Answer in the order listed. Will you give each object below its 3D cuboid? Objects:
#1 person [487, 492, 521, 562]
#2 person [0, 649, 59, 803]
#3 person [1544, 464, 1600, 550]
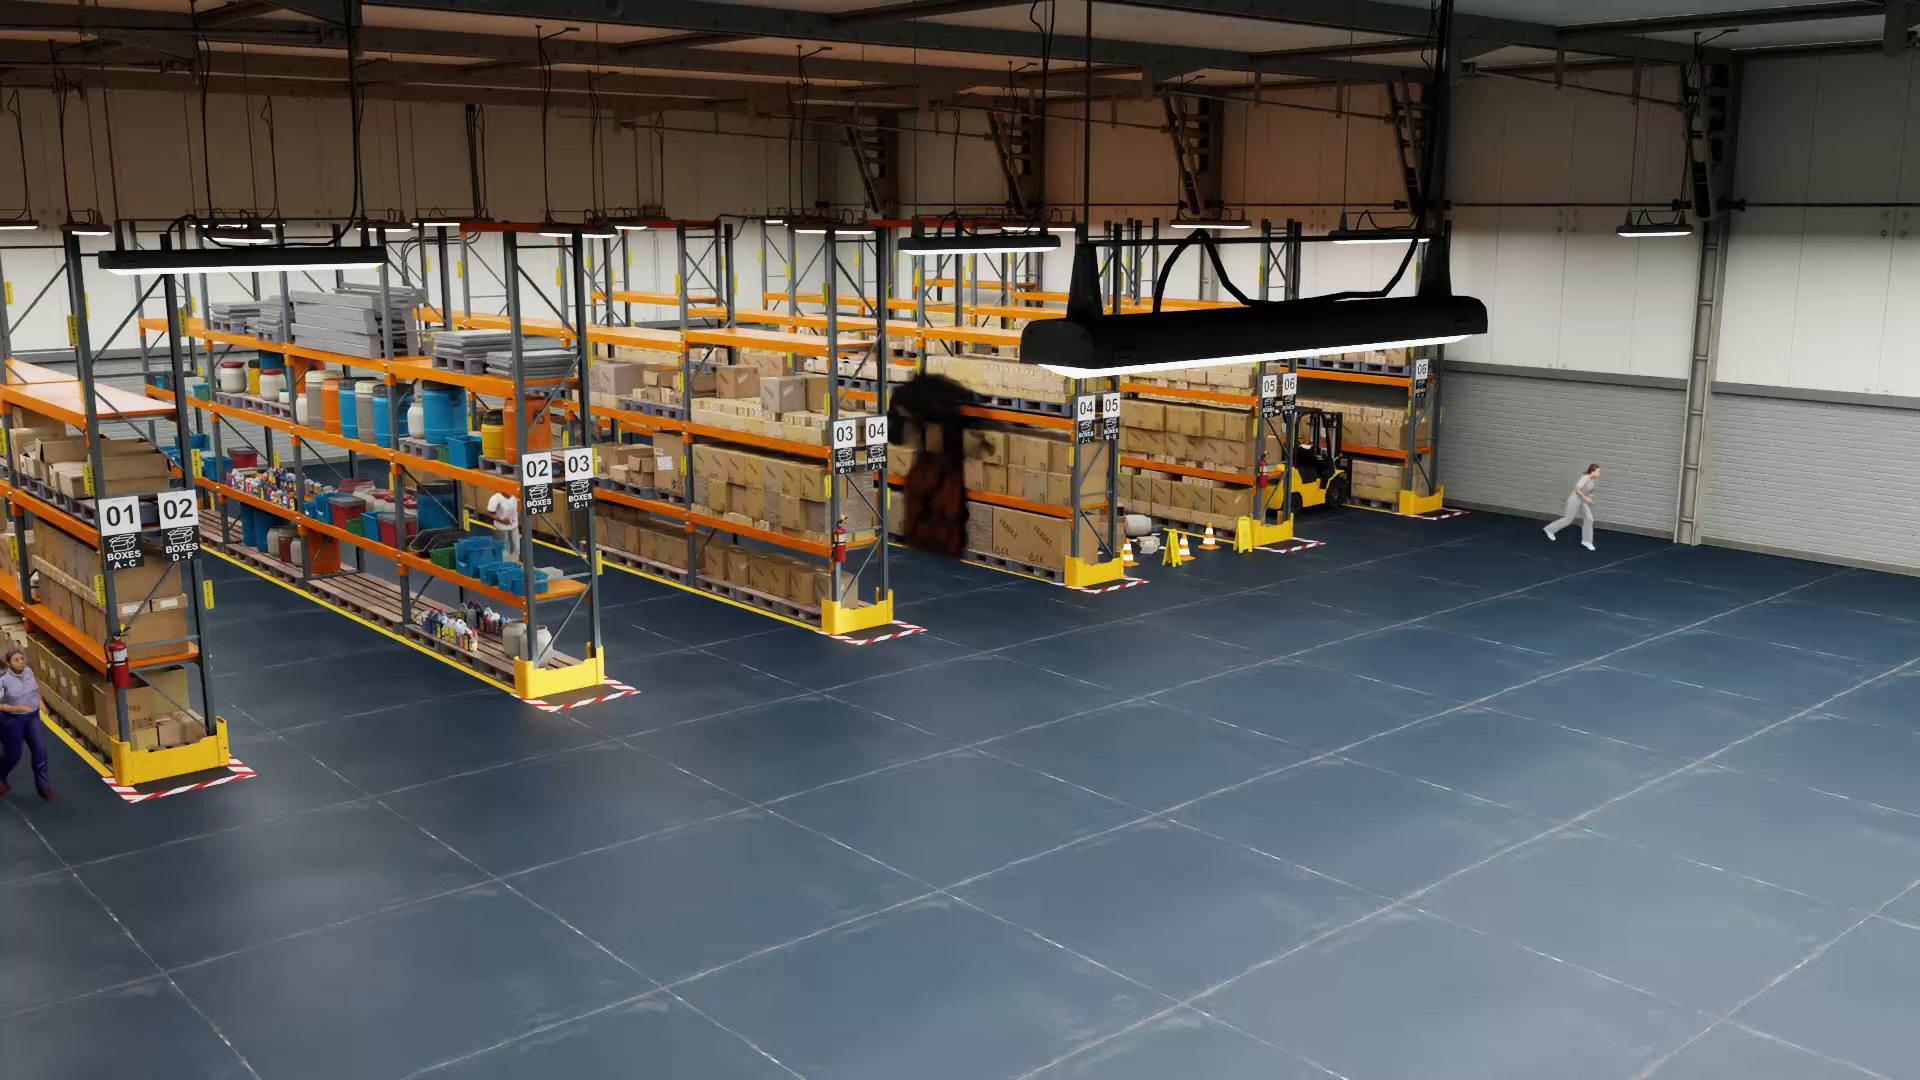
[{"bbox_3d":[-7.777,-0.209,28.473,0.824,1.769,0.725,8,14,35],"label":"person"},{"bbox_3d":[-10.137,1.990,17.917,0.826,1.669,0.622,6,13,28],"label":"person"},{"bbox_3d":[11.500,-0.659,31.194,1.004,1.624,0.600,8,14,35],"label":"person"}]
